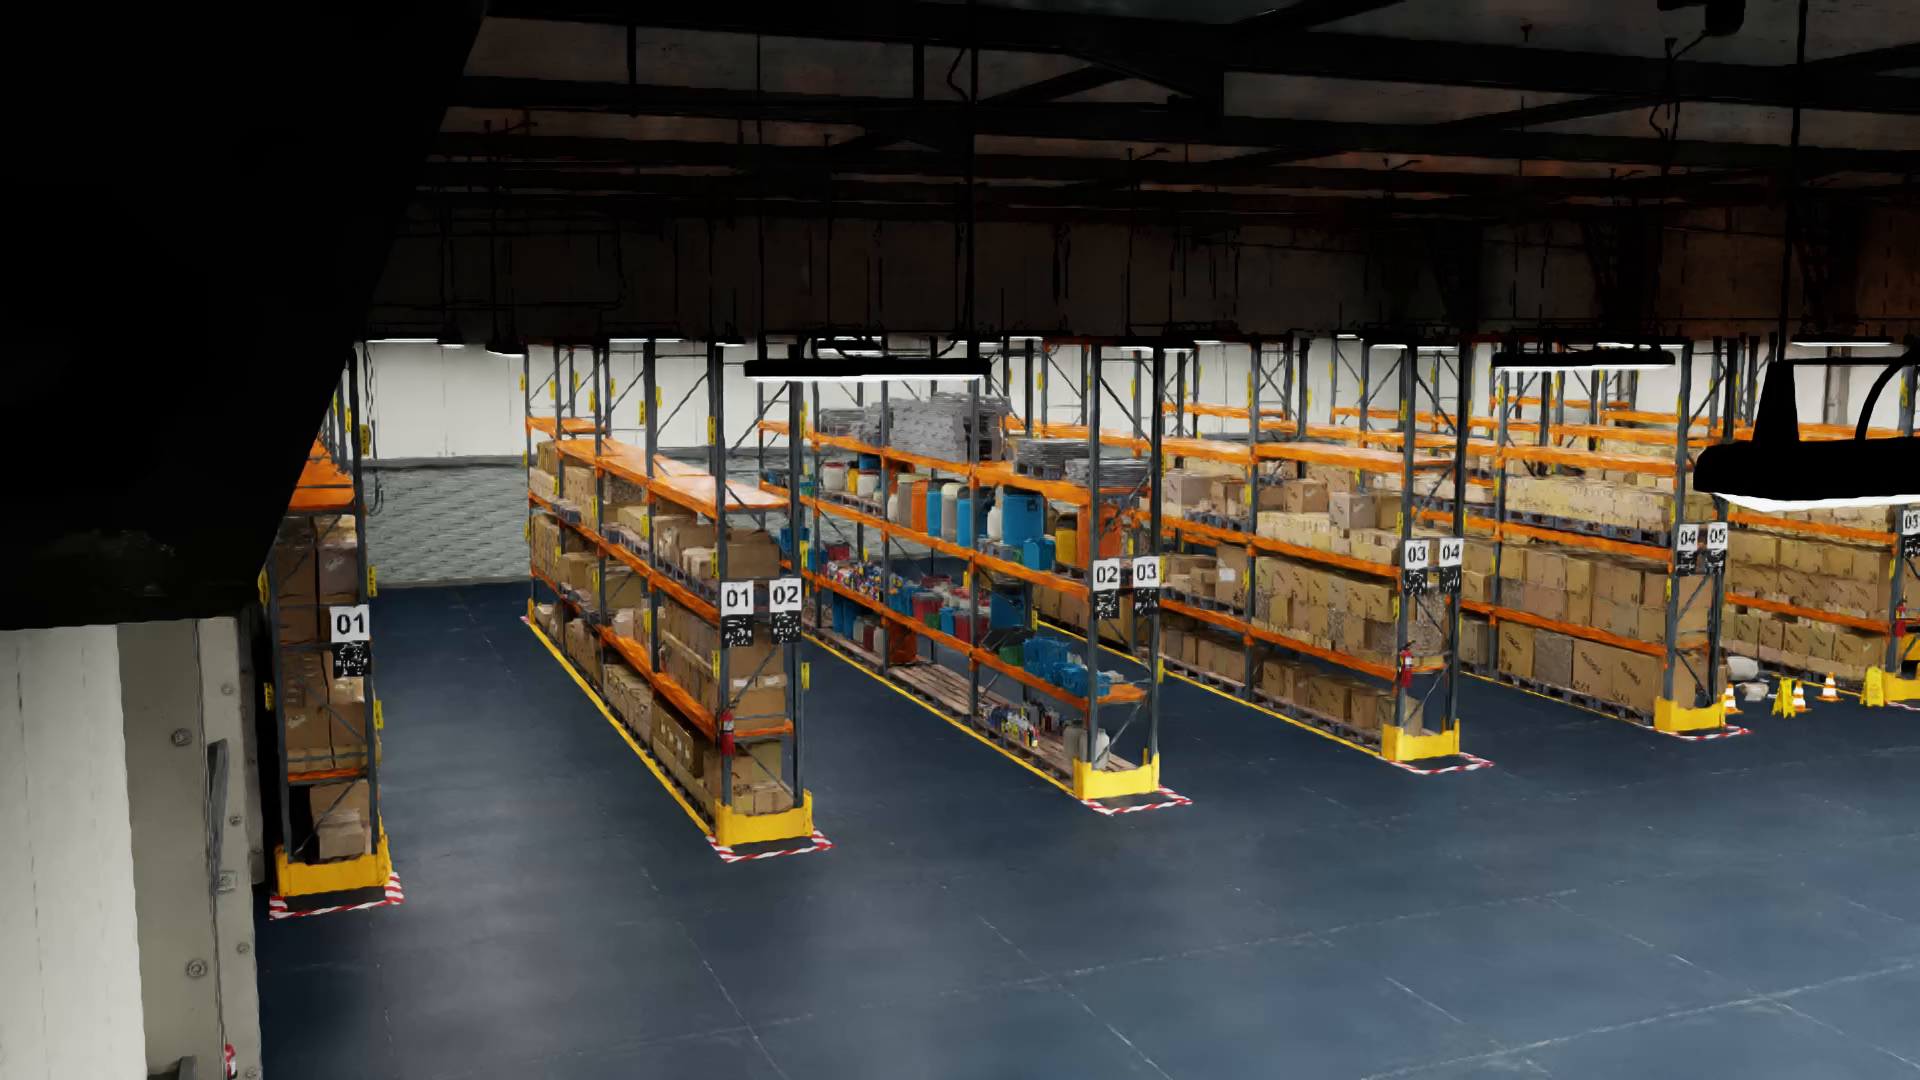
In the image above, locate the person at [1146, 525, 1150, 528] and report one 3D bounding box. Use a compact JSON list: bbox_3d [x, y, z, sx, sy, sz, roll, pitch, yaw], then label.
[{"bbox_3d":[4.125,0.562,36.666,0.589,1.782,0.676,0,8,0],"label":"person"}]
